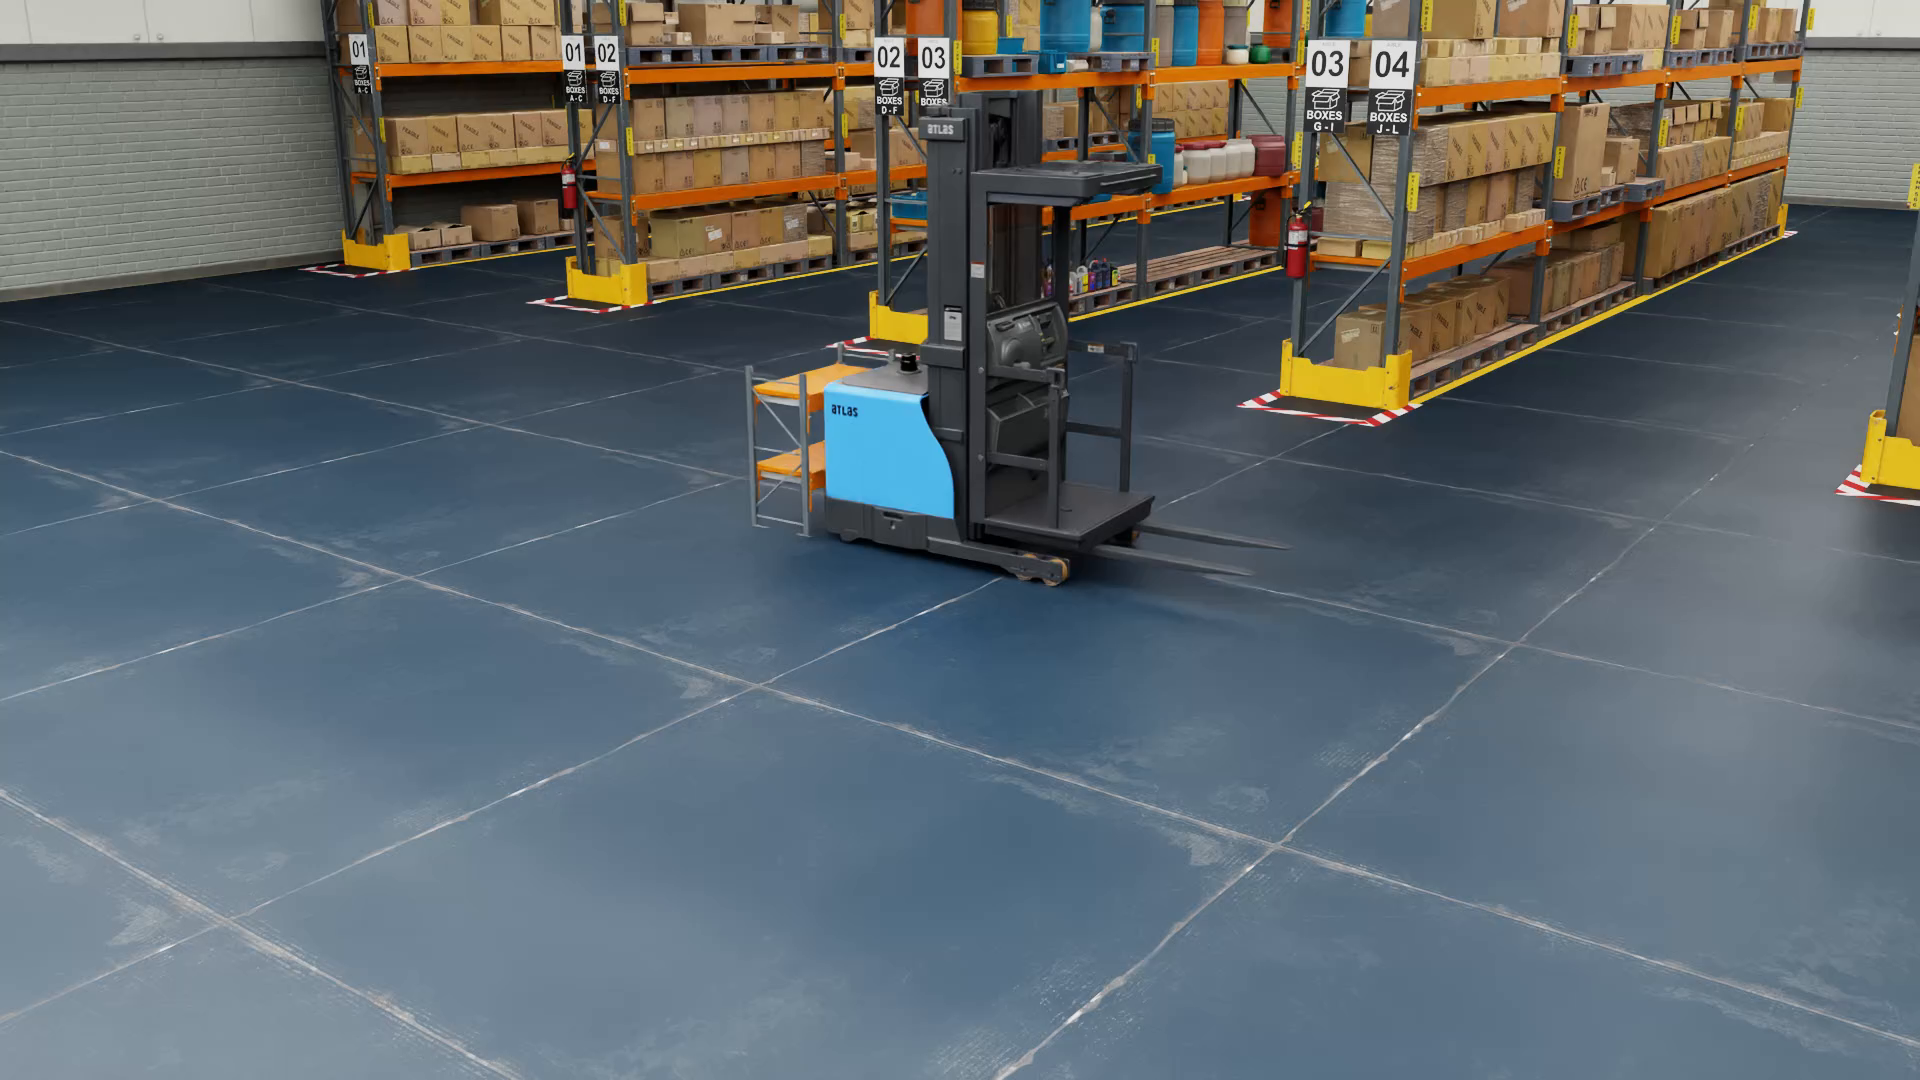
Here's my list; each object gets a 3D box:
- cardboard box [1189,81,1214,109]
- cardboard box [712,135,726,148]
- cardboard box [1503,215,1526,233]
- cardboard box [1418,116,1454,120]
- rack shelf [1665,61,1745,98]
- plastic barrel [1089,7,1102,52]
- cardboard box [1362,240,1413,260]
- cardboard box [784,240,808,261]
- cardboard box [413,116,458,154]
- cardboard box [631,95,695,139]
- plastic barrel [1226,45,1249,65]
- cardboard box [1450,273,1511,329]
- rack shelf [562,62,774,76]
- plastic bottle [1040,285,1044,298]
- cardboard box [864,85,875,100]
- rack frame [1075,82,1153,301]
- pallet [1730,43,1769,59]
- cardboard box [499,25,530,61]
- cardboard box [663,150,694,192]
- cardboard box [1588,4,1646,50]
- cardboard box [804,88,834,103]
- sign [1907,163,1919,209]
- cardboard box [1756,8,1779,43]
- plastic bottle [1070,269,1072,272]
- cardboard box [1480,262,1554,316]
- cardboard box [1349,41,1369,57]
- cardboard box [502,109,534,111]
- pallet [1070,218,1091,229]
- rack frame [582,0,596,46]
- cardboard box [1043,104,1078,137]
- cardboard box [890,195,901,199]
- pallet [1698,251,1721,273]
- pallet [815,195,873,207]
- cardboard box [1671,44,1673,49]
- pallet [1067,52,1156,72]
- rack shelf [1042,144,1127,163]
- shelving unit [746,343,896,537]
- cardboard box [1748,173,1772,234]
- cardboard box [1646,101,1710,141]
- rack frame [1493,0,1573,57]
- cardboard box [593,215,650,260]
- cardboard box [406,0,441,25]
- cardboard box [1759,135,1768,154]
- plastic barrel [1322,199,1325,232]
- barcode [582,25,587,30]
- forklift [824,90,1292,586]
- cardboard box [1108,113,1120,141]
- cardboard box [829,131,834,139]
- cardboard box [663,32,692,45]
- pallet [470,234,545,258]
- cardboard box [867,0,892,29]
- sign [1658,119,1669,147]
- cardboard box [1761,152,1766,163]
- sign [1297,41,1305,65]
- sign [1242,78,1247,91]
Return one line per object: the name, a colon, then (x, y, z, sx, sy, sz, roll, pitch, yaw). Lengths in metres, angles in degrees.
cardboard box: (4.444, -8.412, 31.418, 0.500, 0.500, 0.500, 13, 22, 36)
cardboard box: (-3.267, -5.195, 21.652, 0.380, 0.149, 0.250, 12, 21, 34)
cardboard box: (5.592, -3.267, 17.130, 0.380, 0.149, 0.250, 12, 21, 35)
cardboard box: (4.541, -3.922, 16.459, 0.500, 0.500, 0.500, 12, 21, 35)
rack shelf: (9.472, -6.194, 22.287, 1.077, 0.370, 4.000, 12, 21, 35)
plastic barrel: (1.505, -6.170, 20.100, 0.421, 0.512, 0.421, 0, 17, 0)
cardboard box: (3.875, -2.629, 15.076, 0.380, 0.149, 0.250, 12, 21, 35)
cardboard box: (-2.463, -4.049, 23.151, 0.500, 0.250, 0.500, 12, 21, 35)
cardboard box: (-7.592, -5.822, 23.888, 0.500, 0.500, 0.500, 12, 21, 35)
cardboard box: (-3.811, -5.390, 21.186, 0.700, 0.500, 0.500, 12, 21, 33)
plastic barrel: (3.733, -6.526, 22.377, 0.301, 0.262, 0.301, 0, 17, 0)
cardboard box: (5.627, -2.595, 18.048, 0.500, 0.500, 0.500, 12, 21, 33)
rack shelf: (-4.845, -7.867, 27.675, 1.077, 0.370, 4.000, 12, 21, 35)
plastic bottle: (0.929, -2.874, 19.417, 0.097, 0.201, 0.097, 0, 17, 0)
cardboard box: (-1.655, -8.488, 31.552, 0.500, 0.250, 0.500, 13, 21, 36)
rack frame: (1.920, -4.551, 20.842, 1.000, 3.000, 0.127, 12, 21, 35)
pallet: (11.160, -7.165, 24.349, 1.003, 0.211, 1.213, 12, 21, 35)
cardboard box: (-6.750, -7.371, 24.662, 0.500, 0.500, 0.500, 11, 21, 33)
cardboard box: (-3.842, -4.757, 21.337, 0.700, 0.500, 0.500, 13, 22, 36)
cardboard box: (7.593, -5.951, 19.279, 0.500, 0.500, 0.500, 13, 21, 36)
cardboard box: (-2.561, -8.123, 30.374, 0.500, 0.250, 0.500, 13, 21, 35)
sign: (7.010, -2.588, 12.168, 0.100, 0.325, 0.005, 12, 21, 35)
cardboard box: (11.832, -7.734, 24.987, 0.700, 0.500, 0.500, 14, 22, 37)
plastic bottle: (1.363, -3.149, 20.165, 0.061, 0.283, 0.133, 12, 21, 35)
cardboard box: (6.280, -2.835, 18.788, 0.700, 0.500, 0.500, 11, 20, 31)
cardboard box: (3.429, -4.396, 14.865, 0.380, 0.149, 0.250, 12, 21, 35)
cardboard box: (-6.796, -6.400, 25.751, 0.500, 0.500, 0.500, 12, 21, 34)
pallet: (1.530, -5.509, 28.628, 1.003, 0.211, 1.213, 12, 21, 35)
rack frame: (-6.037, -9.167, 25.590, 1.000, 3.000, 0.127, 12, 21, 35)
cardboard box: (1.707, -7.150, 28.332, 0.700, 0.500, 0.500, 7, 19, 21)
cardboard box: (-0.833, -5.215, 25.962, 0.500, 0.311, 0.500, 12, 21, 33)
pallet: (10.265, -4.053, 23.938, 1.003, 0.211, 1.213, 12, 21, 35)
pallet: (-2.396, -6.387, 31.454, 1.003, 0.211, 1.213, 12, 21, 35)
cardboard box: (9.030, -6.689, 21.791, 0.500, 0.500, 0.500, 14, 22, 38)
pallet: (1.568, -5.705, 19.816, 1.213, 0.211, 1.003, 12, 21, 35)
rack shelf: (1.519, -6.513, 28.372, 1.077, 0.370, 4.000, 12, 21, 35)
shelving unit: (-0.951, -0.724, 11.678, 0.538, 1.125, 1.048, 11, 20, 32)
cardboard box: (12.188, -5.337, 26.246, 0.875, 0.875, 0.875, 12, 21, 35)
cardboard box: (9.872, -5.793, 22.981, 0.797, 0.503, 0.637, 13, 21, 35)
rack frame: (5.897, -6.541, 17.134, 1.000, 3.000, 0.127, 12, 21, 35)
cardboard box: (-4.359, -3.901, 21.411, 0.500, 0.500, 0.500, 12, 21, 35)
cardboard box: (-7.656, -7.476, 23.314, 0.500, 0.500, 0.500, 12, 21, 34)
cardboard box: (12.059, -6.076, 25.502, 0.500, 0.250, 0.500, 12, 21, 35)
plastic barrel: (5.518, -5.055, 25.952, 0.421, 0.512, 0.421, 0, 17, 0)
barcode: (-4.647, -6.342, 20.571, 0.001, 0.075, 0.075, 12, 21, 35)
forklift: (0.609, -1.296, 10.476, 3.031, 2.935, 1.130, 10, 20, 30)
cardboard box: (2.802, -7.545, 30.314, 0.500, 0.500, 0.500, 13, 21, 36)
cardboard box: (-2.527, -7.493, 30.705, 0.380, 0.149, 0.250, 13, 21, 36)
cardboard box: (-3.597, -6.304, 20.907, 0.380, 0.149, 0.250, 12, 21, 35)
pallet: (-7.135, -4.512, 25.418, 1.003, 0.211, 1.213, 12, 21, 35)
cardboard box: (-1.336, -7.627, 23.968, 0.500, 0.500, 0.500, 15, 23, 40)
sign: (8.722, -5.050, 20.630, 0.100, 0.325, 0.005, 12, 21, 35)
cardboard box: (12.189, -5.907, 25.632, 0.380, 0.149, 0.250, 13, 21, 36)
sign: (4.749, -6.791, 23.173, 0.100, 0.325, 0.005, 12, 21, 35)
sign: (5.528, -8.887, 32.317, 0.100, 0.325, 0.005, 12, 21, 35)
